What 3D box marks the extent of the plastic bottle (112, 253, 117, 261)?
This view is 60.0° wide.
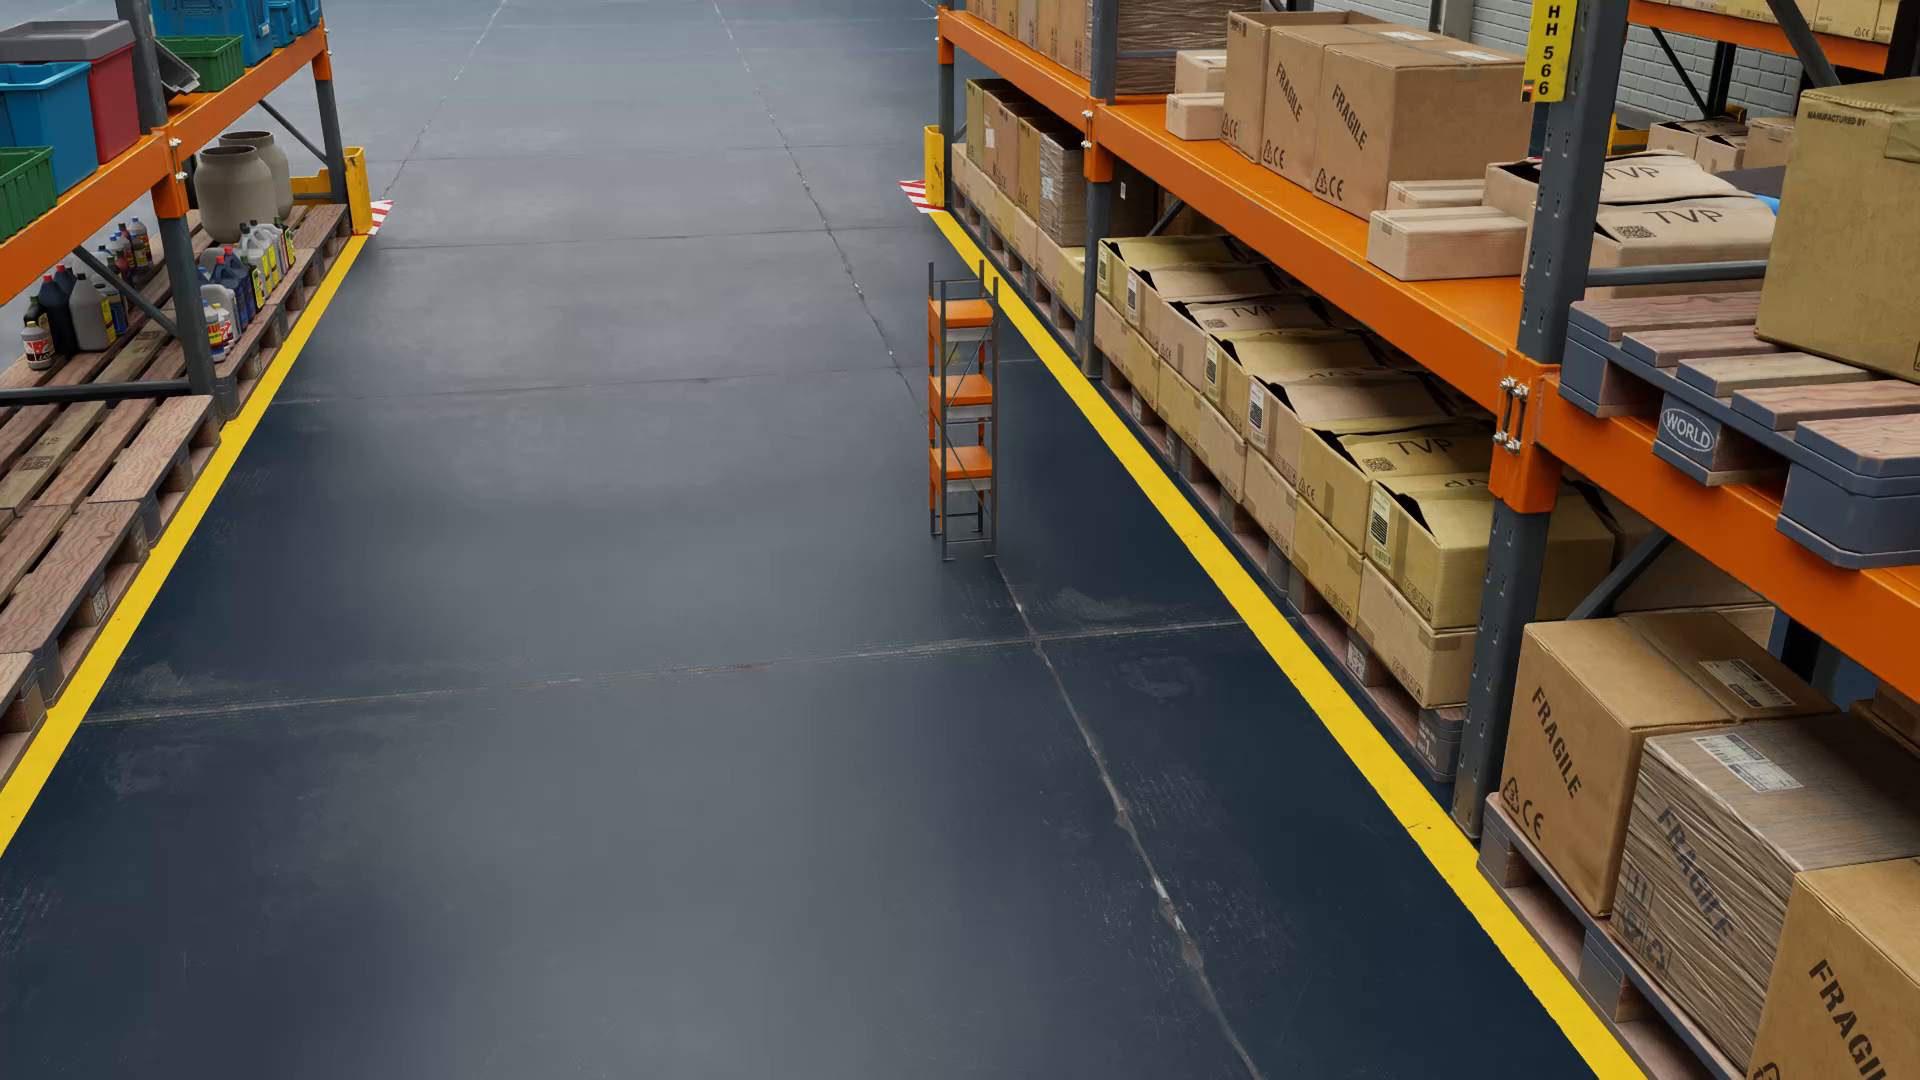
[{"bbox_3d":[-4.385,-1.384,8.617,0.097,0.201,0.097,0,24,0],"label":"plastic bottle"}]

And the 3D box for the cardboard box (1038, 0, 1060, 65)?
[{"bbox_3d":[0.813,-2.830,8.857,0.700,0.500,0.500,-4,24,-9],"label":"cardboard box"}]

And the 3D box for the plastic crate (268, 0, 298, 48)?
[{"bbox_3d":[-4.013,-2.915,9.363,0.499,0.251,0.408,-4,24,-10],"label":"plastic crate"}]

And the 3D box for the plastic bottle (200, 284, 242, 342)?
[{"bbox_3d":[-3.489,-1.077,7.821,0.152,0.276,0.135,-3,24,-8],"label":"plastic bottle"}]

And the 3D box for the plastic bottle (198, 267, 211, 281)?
[{"bbox_3d":[-3.661,-1.188,8.082,0.097,0.271,0.097,0,24,0],"label":"plastic bottle"}]

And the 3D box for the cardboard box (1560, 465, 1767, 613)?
[{"bbox_3d":[2.026,-0.049,4.825,0.500,0.311,0.500,-4,24,-8],"label":"cardboard box"}]

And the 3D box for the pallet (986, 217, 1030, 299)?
[{"bbox_3d":[0.760,-1.725,9.935,1.003,0.211,1.213,-4,24,-10],"label":"pallet"}]

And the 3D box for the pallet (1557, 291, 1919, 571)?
[{"bbox_3d":[2.028,-0.283,3.390,1.213,0.211,1.003,-4,24,-10],"label":"pallet"}]

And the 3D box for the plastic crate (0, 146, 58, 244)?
[{"bbox_3d":[-3.175,-1.079,5.238,0.450,0.188,0.662,-4,24,-10],"label":"plastic crate"}]

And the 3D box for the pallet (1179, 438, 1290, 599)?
[{"bbox_3d":[1.498,-0.160,6.352,1.003,0.211,1.213,-4,24,-10],"label":"pallet"}]

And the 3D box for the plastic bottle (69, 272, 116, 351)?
[{"bbox_3d":[-4.035,-1.071,7.714,0.144,0.351,0.185,-4,24,-10],"label":"plastic bottle"}]

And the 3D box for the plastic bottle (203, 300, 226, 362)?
[{"bbox_3d":[-3.402,-0.950,7.536,0.097,0.271,0.097,0,24,0],"label":"plastic bottle"}]

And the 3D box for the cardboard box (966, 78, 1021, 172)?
[{"bbox_3d":[0.330,-2.631,10.500,0.500,0.500,0.500,-4,24,-10],"label":"cardboard box"}]

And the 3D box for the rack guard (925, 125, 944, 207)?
[{"bbox_3d":[0.350,-2.643,11.677,1.175,0.500,0.348,-4,24,-10],"label":"rack guard"}]

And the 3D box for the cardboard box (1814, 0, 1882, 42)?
[{"bbox_3d":[5.384,-3.071,9.697,0.500,0.250,0.500,-4,24,-10],"label":"cardboard box"}]

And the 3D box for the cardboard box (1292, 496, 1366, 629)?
[{"bbox_3d":[1.398,0.044,5.312,0.500,0.250,0.500,-5,24,-10],"label":"cardboard box"}]

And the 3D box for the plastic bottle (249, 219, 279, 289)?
[{"bbox_3d":[-3.663,-1.491,8.676,0.144,0.351,0.185,-3,24,-8],"label":"plastic bottle"}]

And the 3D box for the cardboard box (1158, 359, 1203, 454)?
[{"bbox_3d":[1.117,-0.556,6.687,0.500,0.250,0.500,-5,24,-11],"label":"cardboard box"}]

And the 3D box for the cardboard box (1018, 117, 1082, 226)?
[{"bbox_3d":[0.617,-2.042,9.151,0.500,0.500,0.500,-4,24,-10],"label":"cardboard box"}]

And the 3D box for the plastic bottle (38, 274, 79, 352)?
[{"bbox_3d":[-4.176,-1.060,7.690,0.144,0.351,0.185,-5,24,-11],"label":"plastic bottle"}]

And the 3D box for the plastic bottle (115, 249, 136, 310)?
[{"bbox_3d":[-4.193,-1.304,8.332,0.061,0.283,0.133,-4,24,-10],"label":"plastic bottle"}]

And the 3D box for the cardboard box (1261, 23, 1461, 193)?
[{"bbox_3d":[1.411,-1.544,5.912,0.500,0.500,0.500,-4,24,-10],"label":"cardboard box"}]

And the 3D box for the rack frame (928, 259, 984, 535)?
[{"bbox_3d":[-0.013,-0.508,6.102,0.200,1.050,0.008,-4,24,-10],"label":"rack frame"}]

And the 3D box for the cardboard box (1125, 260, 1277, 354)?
[{"bbox_3d":[1.014,-1.017,7.040,0.500,0.311,0.500,-5,24,-10],"label":"cardboard box"}]

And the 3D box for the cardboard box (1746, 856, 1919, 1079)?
[{"bbox_3d":[1.828,0.915,2.981,0.500,0.500,0.500,-5,24,-10],"label":"cardboard box"}]

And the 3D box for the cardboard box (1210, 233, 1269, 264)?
[{"bbox_3d":[1.451,-1.257,7.590,0.500,0.311,0.500,-4,24,-10],"label":"cardboard box"}]

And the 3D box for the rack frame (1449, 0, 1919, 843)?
[{"bbox_3d":[1.834,-0.632,3.950,1.000,3.000,0.127,-4,24,-10],"label":"rack frame"}]

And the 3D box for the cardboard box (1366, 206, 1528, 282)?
[{"bbox_3d":[1.396,-0.850,4.763,0.380,0.149,0.250,-4,24,-10],"label":"cardboard box"}]

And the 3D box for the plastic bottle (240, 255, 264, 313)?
[{"bbox_3d":[-3.540,-1.288,8.295,0.061,0.283,0.133,-3,24,-7],"label":"plastic bottle"}]

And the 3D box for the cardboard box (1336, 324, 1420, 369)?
[{"bbox_3d":[1.733,-0.658,6.220,0.500,0.311,0.500,-5,24,-10],"label":"cardboard box"}]

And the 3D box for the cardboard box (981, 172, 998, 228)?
[{"bbox_3d":[0.423,-2.091,10.200,0.500,0.250,0.500,-4,24,-10],"label":"cardboard box"}]

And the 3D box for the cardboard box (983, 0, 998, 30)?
[{"bbox_3d":[0.530,-3.434,10.240,0.700,0.500,0.500,-4,24,-8],"label":"cardboard box"}]

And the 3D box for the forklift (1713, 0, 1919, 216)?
[{"bbox_3d":[4.187,-1.469,5.952,1.130,2.935,3.031,-12,26,-26],"label":"forklift"}]

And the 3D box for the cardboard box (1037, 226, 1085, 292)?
[{"bbox_3d":[0.711,-1.502,8.851,0.500,0.250,0.500,-4,24,-10],"label":"cardboard box"}]

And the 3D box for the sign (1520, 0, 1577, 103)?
[{"bbox_3d":[1.289,-1.120,3.621,0.100,0.325,0.005,-4,24,-10],"label":"sign"}]

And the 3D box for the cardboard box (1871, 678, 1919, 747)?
[{"bbox_3d":[2.252,0.340,3.360,0.500,0.250,0.500,-3,24,-8],"label":"cardboard box"}]

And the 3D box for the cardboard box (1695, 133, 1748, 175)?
[{"bbox_3d":[5.367,-2.613,11.296,0.500,0.311,0.500,-2,24,-5],"label":"cardboard box"}]

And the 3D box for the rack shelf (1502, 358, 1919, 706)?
[{"bbox_3d":[2.204,0.484,2.293,1.077,0.370,4.000,-4,24,-10],"label":"rack shelf"}]

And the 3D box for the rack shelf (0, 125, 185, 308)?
[{"bbox_3d":[-3.404,-0.724,5.059,1.077,0.370,4.000,-4,24,-10],"label":"rack shelf"}]

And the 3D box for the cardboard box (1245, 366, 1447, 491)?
[{"bbox_3d":[1.302,-0.412,5.656,0.500,0.311,0.500,-4,24,-10],"label":"cardboard box"}]

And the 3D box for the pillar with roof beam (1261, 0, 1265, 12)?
[{"bbox_3d":[-0.248,-11.086,20.391,9.100,9.000,0.400,-4,24,-10],"label":"pillar with roof beam"}]

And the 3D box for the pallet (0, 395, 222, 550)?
[{"bbox_3d":[-3.591,-0.257,6.574,1.003,0.211,1.213,-4,24,-10],"label":"pallet"}]

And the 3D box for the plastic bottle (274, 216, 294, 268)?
[{"bbox_3d":[-3.704,-1.636,9.092,0.061,0.283,0.133,-4,24,-8],"label":"plastic bottle"}]

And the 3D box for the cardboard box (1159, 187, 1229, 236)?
[{"bbox_3d":[1.316,-1.687,8.339,0.500,0.500,0.500,-4,24,-10],"label":"cardboard box"}]

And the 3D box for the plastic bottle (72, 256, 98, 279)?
[{"bbox_3d":[-4.272,-1.263,8.153,0.144,0.351,0.185,-4,24,-10],"label":"plastic bottle"}]

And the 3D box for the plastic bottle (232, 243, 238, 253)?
[{"bbox_3d":[-3.817,-1.471,8.817,0.097,0.201,0.097,0,24,0],"label":"plastic bottle"}]

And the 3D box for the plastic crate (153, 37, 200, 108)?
[{"bbox_3d":[-3.746,-2.027,7.222,0.767,0.338,0.504,-4,24,-10],"label":"plastic crate"}]

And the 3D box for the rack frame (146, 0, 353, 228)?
[{"bbox_3d":[-4.514,-3.414,10.319,1.000,3.000,0.127,-4,24,-10],"label":"rack frame"}]

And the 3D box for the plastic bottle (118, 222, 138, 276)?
[{"bbox_3d":[-4.461,-1.544,8.882,0.061,0.283,0.133,-4,24,-9],"label":"plastic bottle"}]

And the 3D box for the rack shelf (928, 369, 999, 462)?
[{"bbox_3d":[0.010,-0.450,5.996,0.215,0.259,0.240,-4,24,-10],"label":"rack shelf"}]

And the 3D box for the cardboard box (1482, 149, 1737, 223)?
[{"bbox_3d":[1.859,-0.958,4.806,0.500,0.311,0.500,-5,24,-10],"label":"cardboard box"}]

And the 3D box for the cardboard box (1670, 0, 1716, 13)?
[{"bbox_3d":[5.111,-3.669,11.065,0.500,0.250,0.500,-5,24,-11],"label":"cardboard box"}]

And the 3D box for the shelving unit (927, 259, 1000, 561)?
[{"bbox_3d":[0.010,-0.460,5.992,0.215,1.050,0.252,-4,24,-10],"label":"shelving unit"}]

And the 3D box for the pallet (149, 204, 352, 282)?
[{"bbox_3d":[-4.309,-1.790,10.084,1.003,0.211,1.213,-4,24,-10],"label":"pallet"}]
